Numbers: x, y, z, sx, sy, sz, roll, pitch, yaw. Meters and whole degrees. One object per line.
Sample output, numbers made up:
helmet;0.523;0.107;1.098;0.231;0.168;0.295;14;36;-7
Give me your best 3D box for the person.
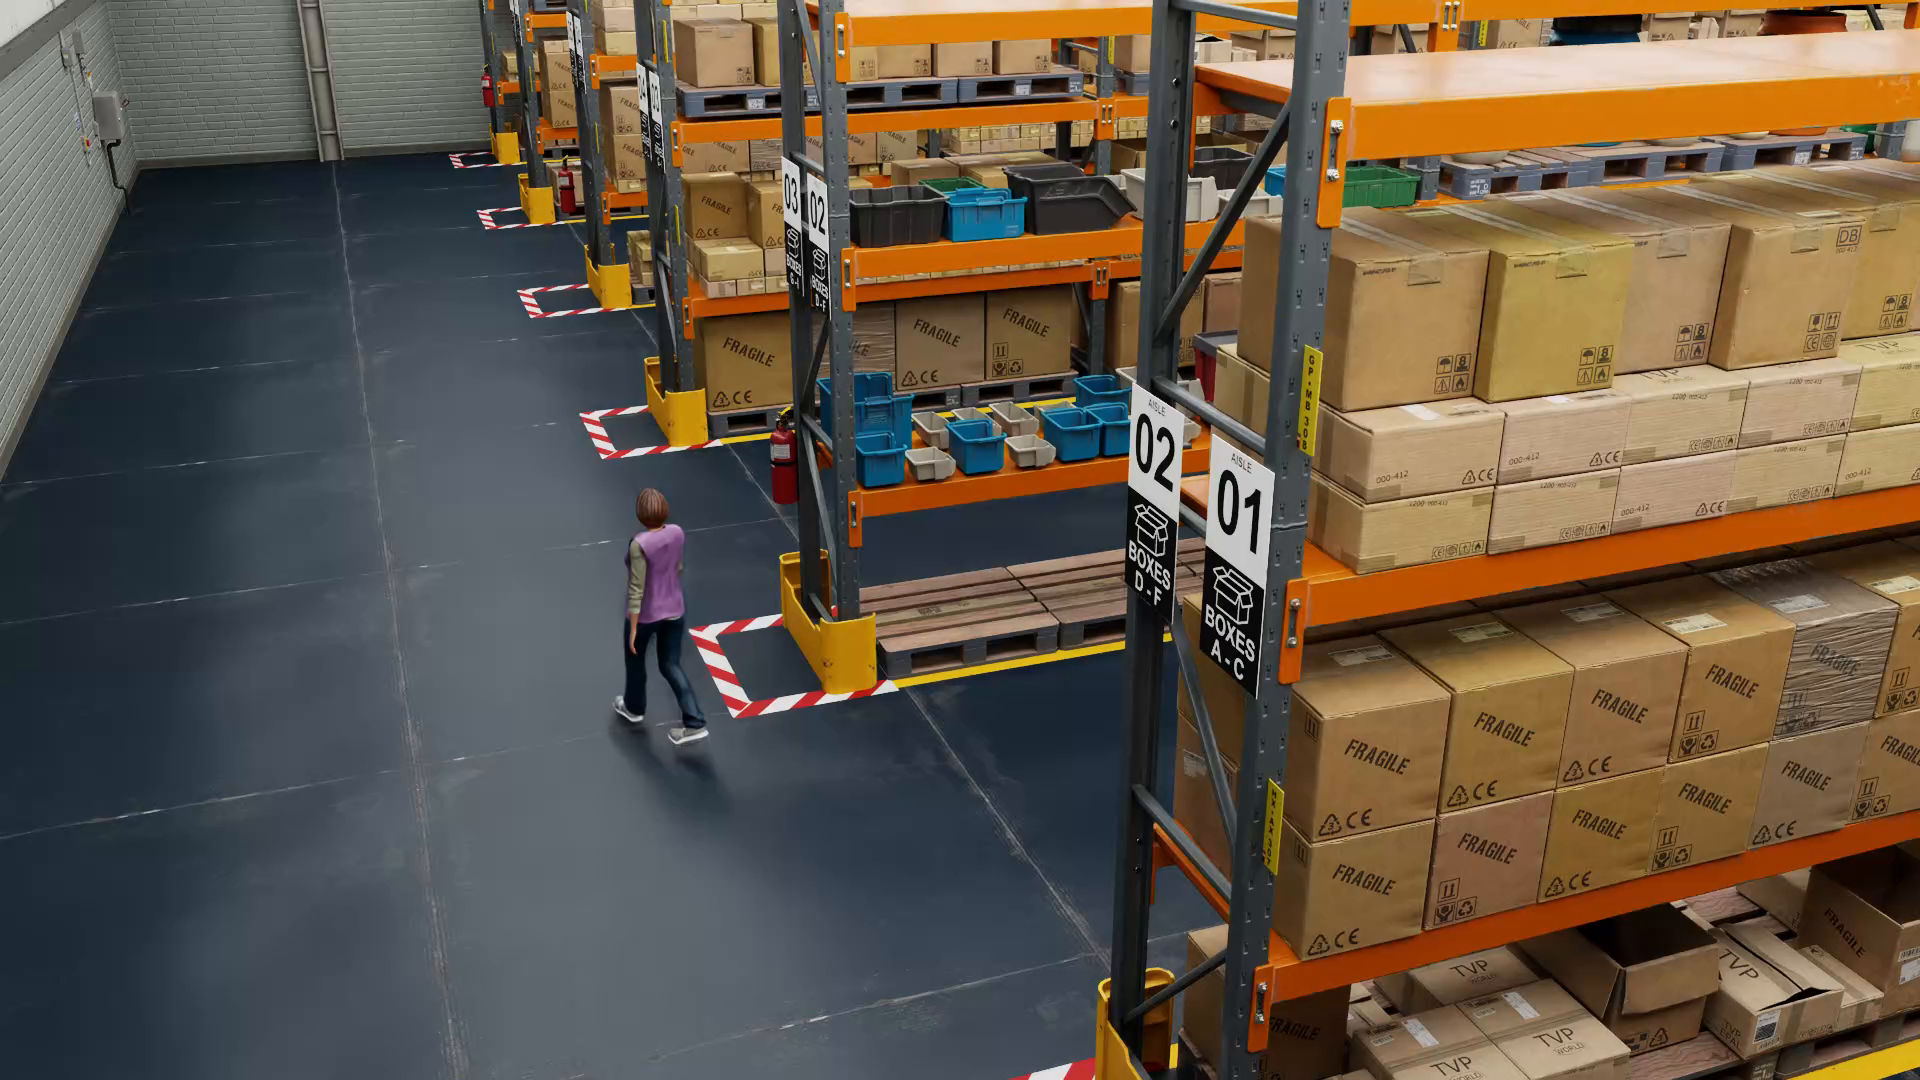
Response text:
person;-1.809;0.435;9.788;0.479;1.545;0.876;-18;29;-37
